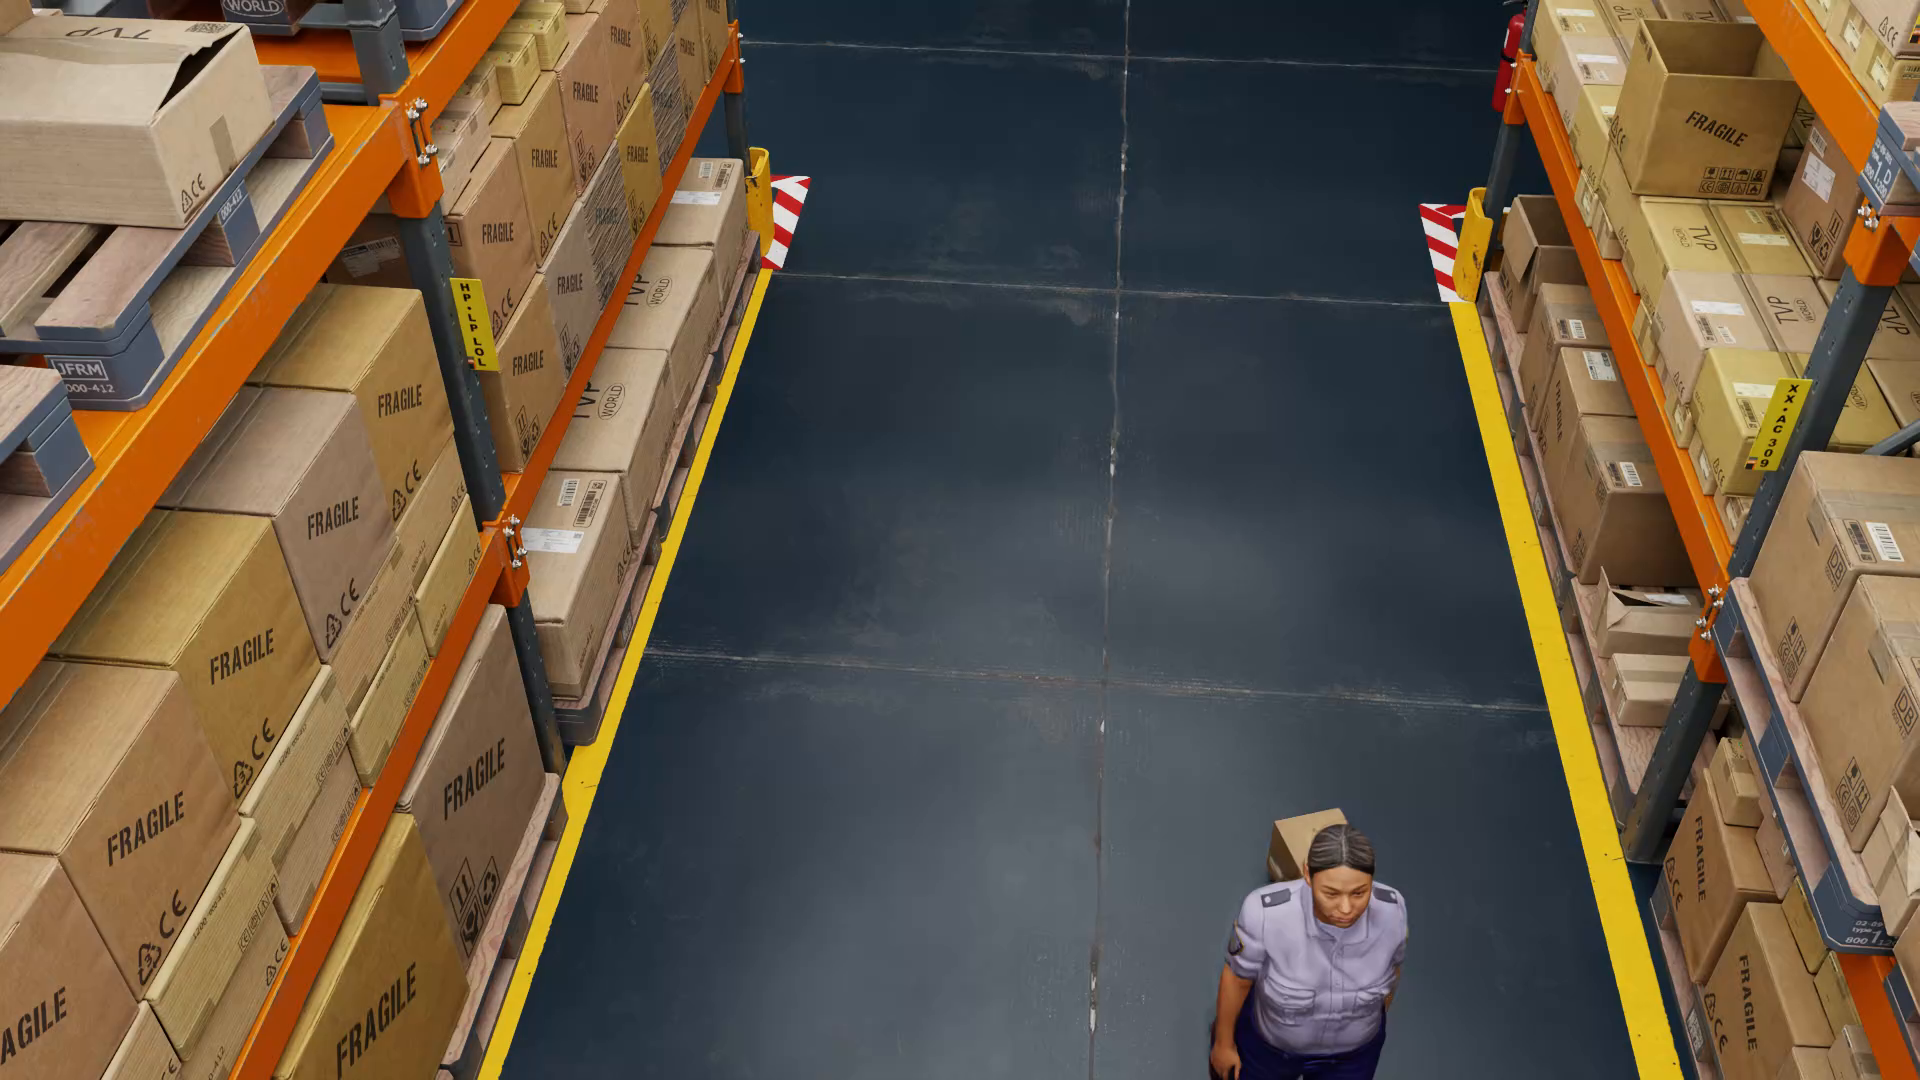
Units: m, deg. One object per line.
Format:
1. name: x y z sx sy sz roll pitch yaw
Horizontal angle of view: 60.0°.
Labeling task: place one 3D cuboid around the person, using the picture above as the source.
1. person: 0.938 1.314 4.602 0.498 1.622 0.654 0 40 0
